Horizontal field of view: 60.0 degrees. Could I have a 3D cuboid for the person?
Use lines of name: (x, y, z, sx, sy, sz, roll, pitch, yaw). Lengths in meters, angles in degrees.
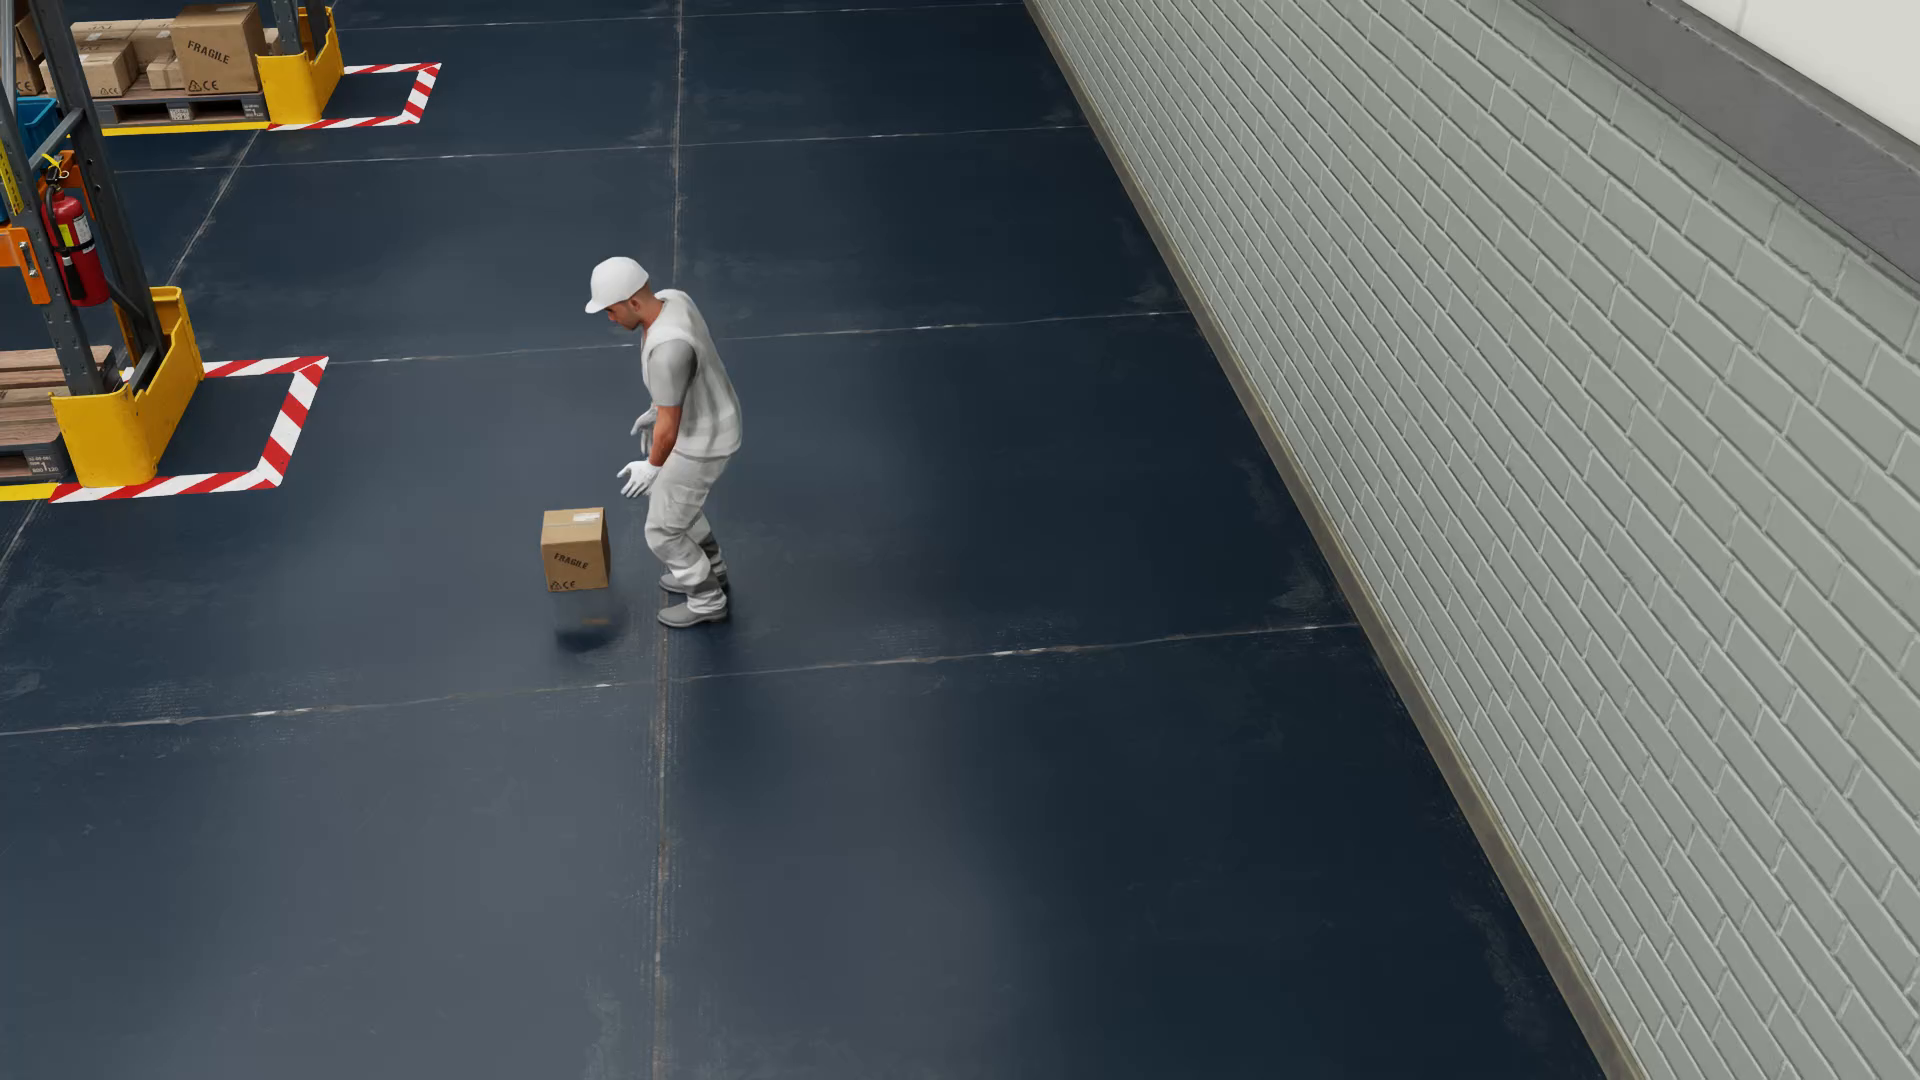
person: (-1.168, -0.394, 6.806, 0.558, 1.666, 0.560, -4, 35, -5)
